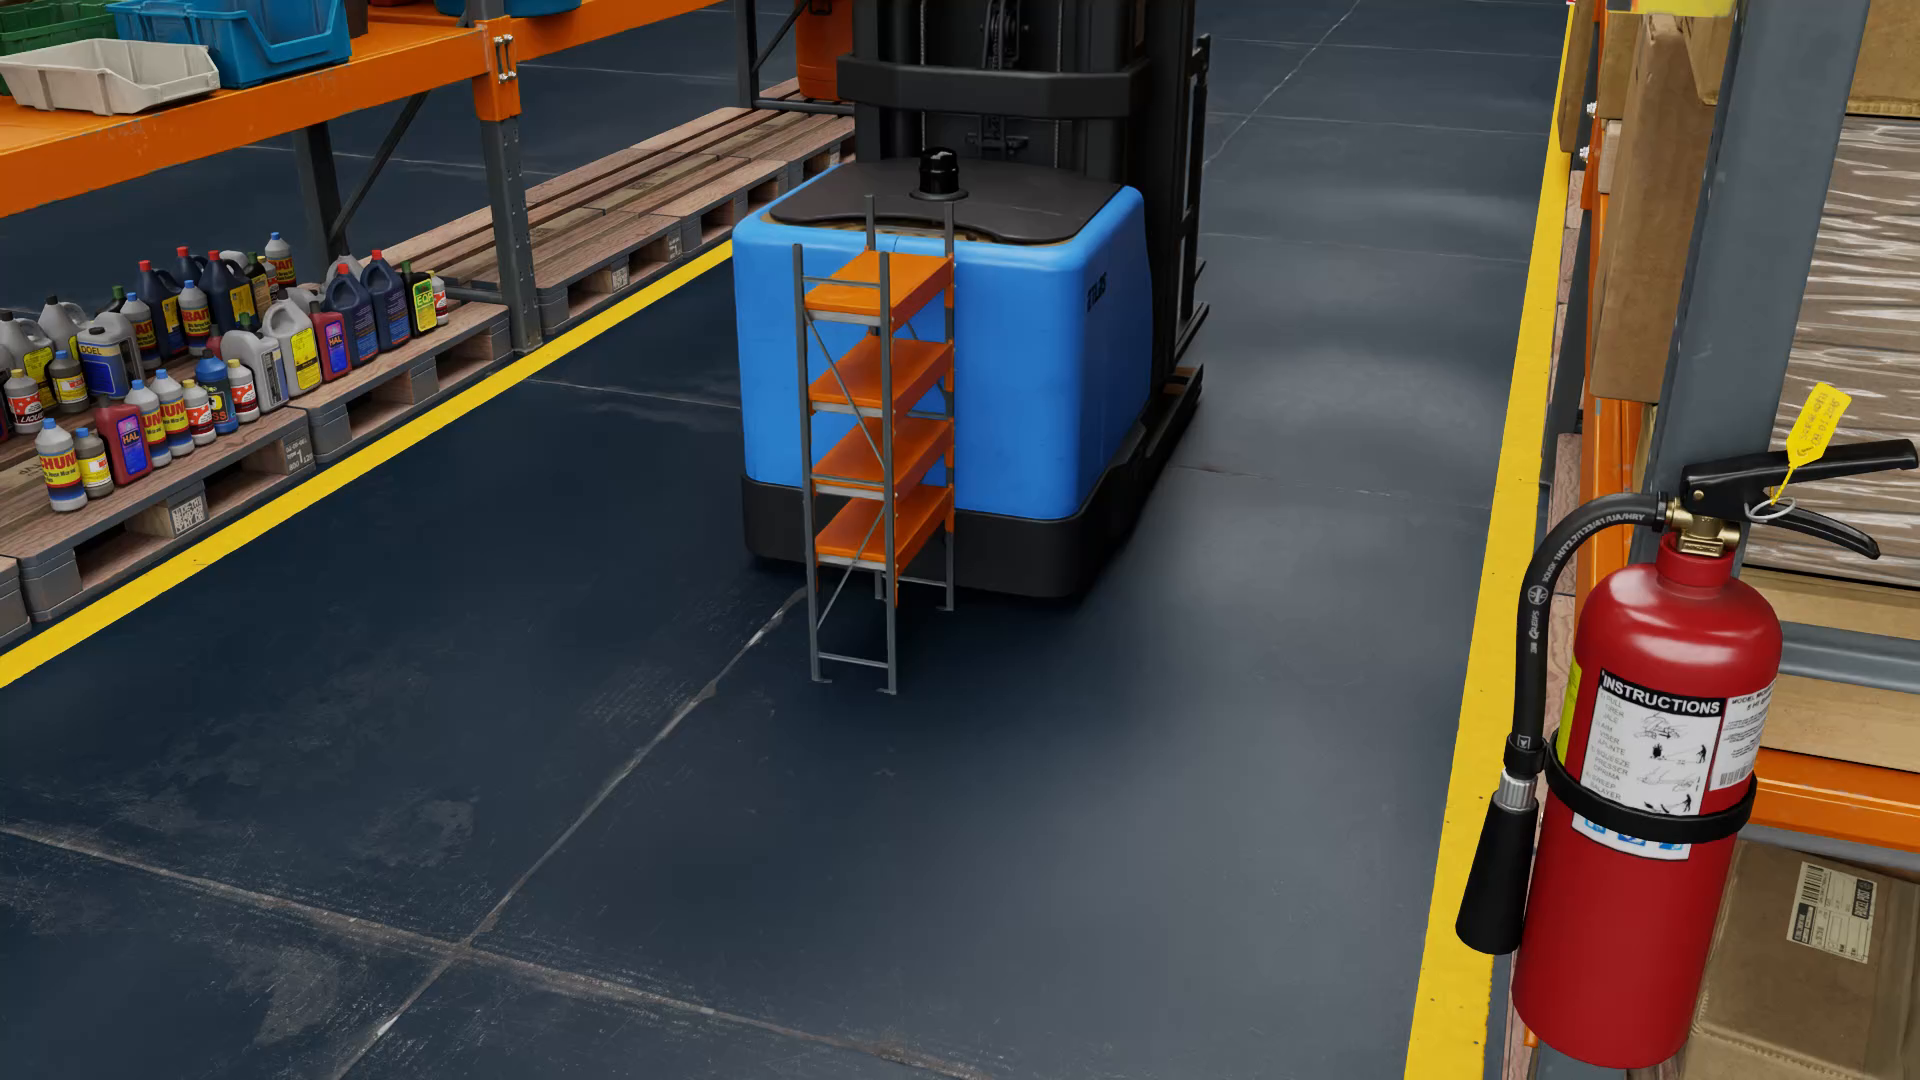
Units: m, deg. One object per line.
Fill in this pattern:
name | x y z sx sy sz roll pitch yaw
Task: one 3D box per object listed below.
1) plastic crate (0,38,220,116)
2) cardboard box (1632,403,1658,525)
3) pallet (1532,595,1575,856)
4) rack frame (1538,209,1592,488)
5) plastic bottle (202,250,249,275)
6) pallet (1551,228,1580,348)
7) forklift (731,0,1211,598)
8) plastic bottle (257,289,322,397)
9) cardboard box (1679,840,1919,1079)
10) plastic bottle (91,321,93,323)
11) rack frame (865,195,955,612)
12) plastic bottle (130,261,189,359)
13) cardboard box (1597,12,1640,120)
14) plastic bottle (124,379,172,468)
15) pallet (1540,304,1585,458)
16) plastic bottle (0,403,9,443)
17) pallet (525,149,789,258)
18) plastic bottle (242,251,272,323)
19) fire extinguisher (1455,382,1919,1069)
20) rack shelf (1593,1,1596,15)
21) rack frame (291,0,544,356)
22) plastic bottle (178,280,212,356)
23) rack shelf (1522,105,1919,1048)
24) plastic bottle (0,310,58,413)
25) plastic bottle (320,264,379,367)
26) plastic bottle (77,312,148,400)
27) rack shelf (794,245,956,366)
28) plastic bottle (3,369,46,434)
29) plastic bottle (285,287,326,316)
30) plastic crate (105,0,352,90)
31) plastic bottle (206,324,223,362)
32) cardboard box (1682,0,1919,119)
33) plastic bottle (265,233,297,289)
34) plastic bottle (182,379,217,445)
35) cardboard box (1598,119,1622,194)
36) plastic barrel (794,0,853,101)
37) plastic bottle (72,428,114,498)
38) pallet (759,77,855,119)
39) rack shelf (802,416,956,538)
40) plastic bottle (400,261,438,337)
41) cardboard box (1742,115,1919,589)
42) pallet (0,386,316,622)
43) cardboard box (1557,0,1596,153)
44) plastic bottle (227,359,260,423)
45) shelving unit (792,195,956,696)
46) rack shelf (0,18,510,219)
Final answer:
plastic crate | -2.525 -1.379 4.959 0.530 0.136 0.437 9 27 17
cardboard box | 1.135 -0.087 2.275 0.380 0.149 0.250 9 27 17
pallet | 1.853 0.556 3.860 1.003 0.211 1.213 9 27 17
rack frame | 2.448 -1.484 4.872 1.000 3.000 0.127 9 27 17
plastic bottle | -2.824 -0.970 6.431 0.152 0.276 0.135 10 27 19
pallet | 3.110 -1.052 7.180 1.003 0.211 1.213 9 27 17
forklift | 0.283 -1.774 5.550 1.130 2.935 3.031 8 27 16
plastic bottle | -2.337 -0.690 5.767 0.144 0.351 0.185 9 27 17
cardboard box | 1.340 0.842 2.455 0.500 0.500 0.500 14 29 27
plastic bottle | -3.062 -0.678 5.915 0.097 0.201 0.097 0 26 0
rack frame | -0.132 -0.350 4.595 0.240 1.200 0.015 8 27 16
plastic bottle | -2.946 -0.858 6.116 0.144 0.351 0.185 8 27 15
cardboard box | 2.040 -1.286 4.008 0.875 0.500 0.500 9 27 17
plastic bottle | -2.543 -0.369 5.196 0.097 0.271 0.097 0 26 0
pallet | 2.705 -0.549 6.141 1.003 0.211 1.213 9 27 17
plastic bottle | -3.146 -0.436 5.321 0.061 0.283 0.133 9 27 17
pallet | -1.594 -1.778 8.680 1.003 0.211 1.213 9 27 17
plastic bottle | -2.724 -0.958 6.398 0.061 0.283 0.133 9 27 17
fire extinguisher | 0.644 0.175 1.535 0.296 0.674 0.183 9 27 17
rack shelf | 4.444 -3.625 10.121 1.077 0.370 4.000 9 27 17
rack frame | -2.223 -2.202 6.356 1.000 3.000 0.127 9 27 17
plastic bottle | -2.817 -0.823 6.134 0.097 0.271 0.097 0 26 0
rack shelf | 1.782 -0.338 3.331 1.077 0.370 4.000 9 27 17
plastic bottle | -3.149 -0.607 5.597 0.144 0.351 0.185 10 28 20
plastic bottle | -2.229 -0.822 6.041 0.144 0.351 0.185 7 27 15
plastic bottle | -2.939 -0.639 5.748 0.152 0.276 0.135 9 27 17
rack shelf | -0.207 -0.602 4.215 0.258 0.148 0.480 8 27 16
plastic bottle | -3.077 -0.461 5.466 0.097 0.201 0.097 0 26 0
plastic bottle | -2.377 -0.800 6.080 0.152 0.276 0.135 9 27 17
plastic crate | -2.335 -1.641 5.367 0.499 0.251 0.616 9 27 17
plastic bottle | -2.495 -0.608 5.676 0.061 0.283 0.133 9 27 17
cardboard box | 1.067 -0.731 1.713 0.500 0.500 0.500 9 27 17
plastic bottle | -2.742 -1.104 6.715 0.097 0.271 0.097 0 26 0
plastic bottle | -2.477 -0.419 5.380 0.097 0.201 0.097 0 26 0
cardboard box | 1.744 -0.917 3.991 0.380 0.149 0.250 9 27 17
plastic barrel | -0.745 -3.261 10.552 0.600 0.830 0.708 9 27 17
plastic bottle | -2.622 -0.239 5.008 0.097 0.201 0.097 0 26 0
pallet | -0.669 -2.921 11.040 1.003 0.211 1.213 9 27 17
rack shelf | -0.207 -0.188 4.416 0.258 0.148 0.480 8 27 16
plastic bottle | -2.072 -0.932 6.344 0.061 0.283 0.133 10 28 20
cardboard box | 1.325 -0.241 1.849 0.875 0.500 0.500 9 27 17
pallet | -2.890 -0.174 5.367 1.003 0.211 1.213 9 27 17
cardboard box | 4.028 -2.641 9.218 1.225 0.875 0.875 7 27 15
plastic bottle | -2.408 -0.504 5.554 0.097 0.201 0.097 0 26 0
shelving unit | -0.207 -0.248 4.386 0.258 1.200 0.503 8 27 16
rack shelf | -2.889 -1.056 4.815 1.077 0.370 4.000 9 27 17
